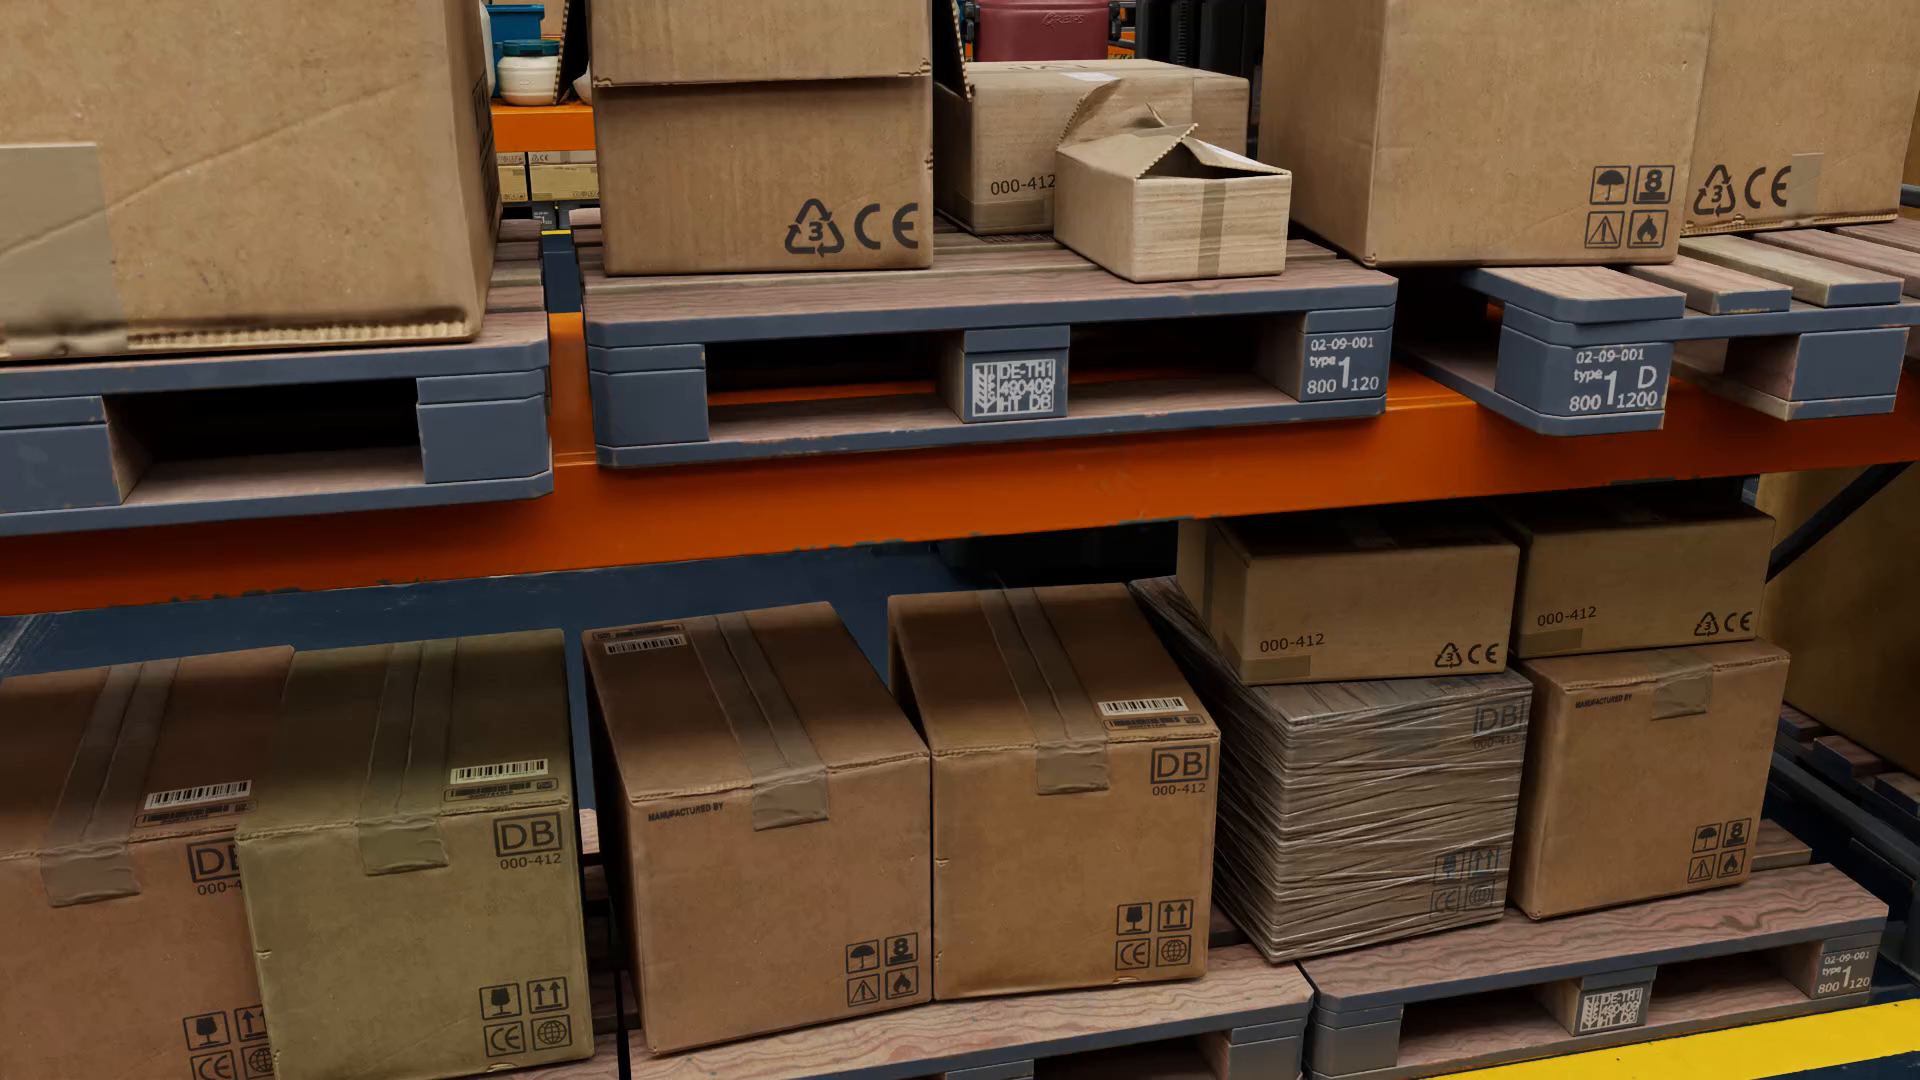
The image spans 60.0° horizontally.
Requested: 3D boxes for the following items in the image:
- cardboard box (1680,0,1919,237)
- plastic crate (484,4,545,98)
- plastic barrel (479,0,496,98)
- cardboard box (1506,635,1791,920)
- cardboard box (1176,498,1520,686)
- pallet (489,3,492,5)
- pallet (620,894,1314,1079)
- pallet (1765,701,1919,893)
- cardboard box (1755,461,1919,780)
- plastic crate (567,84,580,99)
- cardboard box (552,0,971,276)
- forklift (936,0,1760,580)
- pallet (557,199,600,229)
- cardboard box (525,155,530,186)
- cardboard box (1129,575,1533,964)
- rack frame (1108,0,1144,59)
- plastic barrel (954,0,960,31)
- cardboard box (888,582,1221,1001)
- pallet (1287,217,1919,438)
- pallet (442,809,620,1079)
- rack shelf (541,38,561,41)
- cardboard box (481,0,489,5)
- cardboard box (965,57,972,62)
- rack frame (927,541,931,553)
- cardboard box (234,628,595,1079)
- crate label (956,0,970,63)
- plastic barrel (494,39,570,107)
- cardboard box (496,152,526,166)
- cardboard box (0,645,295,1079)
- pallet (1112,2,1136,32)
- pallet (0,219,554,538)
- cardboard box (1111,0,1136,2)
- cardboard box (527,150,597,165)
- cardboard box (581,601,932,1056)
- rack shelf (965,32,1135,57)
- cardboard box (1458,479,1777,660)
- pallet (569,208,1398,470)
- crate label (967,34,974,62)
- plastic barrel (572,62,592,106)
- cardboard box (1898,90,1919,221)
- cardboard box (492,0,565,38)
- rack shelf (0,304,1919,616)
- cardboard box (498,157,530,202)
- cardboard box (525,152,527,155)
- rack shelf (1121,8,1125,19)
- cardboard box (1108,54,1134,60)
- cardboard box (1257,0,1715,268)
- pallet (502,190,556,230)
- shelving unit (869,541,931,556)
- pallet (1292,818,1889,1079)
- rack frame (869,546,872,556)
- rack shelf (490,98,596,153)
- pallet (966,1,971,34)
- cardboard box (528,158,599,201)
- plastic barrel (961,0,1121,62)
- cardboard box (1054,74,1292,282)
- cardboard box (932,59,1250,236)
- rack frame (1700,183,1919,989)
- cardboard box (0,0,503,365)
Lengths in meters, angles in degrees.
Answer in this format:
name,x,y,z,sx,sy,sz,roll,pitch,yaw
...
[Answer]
name,x,y,z,sx,sy,sz,roll,pitch,yaw
cardboard box,1.367,-0.858,3.039,0.500,0.500,0.500,-7,21,-19
plastic crate,-2.147,-2.195,7.469,0.575,0.384,0.392,-5,21,-12
plastic barrel,-2.168,-2.077,6.926,0.433,0.535,0.433,0,20,0
cardboard box,1.236,0.357,3.473,0.500,0.500,0.700,-6,21,-15
cardboard box,0.724,0.054,3.211,0.500,0.250,0.500,-2,20,-6
pallet,-4.652,-5.249,16.062,1.213,0.211,1.003,-5,21,-12
pallet,-0.062,0.796,3.334,1.213,0.211,1.003,-5,21,-12
pallet,2.668,0.603,3.863,1.213,0.211,1.003,-5,21,-12
cardboard box,2.560,0.083,3.705,0.875,0.875,1.225,-6,21,-15
plastic crate,-1.519,-2.144,7.614,0.662,0.188,0.450,-5,21,-12
cardboard box,-0.344,-0.767,2.786,0.637,0.503,0.797,-3,20,-7
forklift,1.386,-1.457,5.530,3.031,2.935,1.130,-3,20,-7
pallet,-2.388,-2.529,12.412,1.213,0.211,1.003,-5,21,-12
cardboard box,-3.456,-2.745,12.333,0.500,0.250,0.500,-5,21,-13
cardboard box,0.699,0.405,3.341,0.500,0.500,0.700,-6,21,-17
rack frame,0.744,-2.328,7.808,0.127,3.000,1.000,-5,21,-12
plastic barrel,-0.208,-2.227,7.371,0.421,0.512,0.421,0,20,0
cardboard box,0.149,0.453,3.213,0.500,0.500,0.700,-3,20,-8
pallet,1.214,-0.488,3.063,1.003,0.211,1.213,-5,21,-12
pallet,-1.252,0.894,3.067,1.213,0.211,1.003,-5,21,-12
rack shelf,-2.339,-3.490,12.026,4.000,0.370,1.077,-5,21,-12
cardboard box,-3.472,-3.737,11.851,0.258,0.266,0.396,-5,21,-14
cardboard box,0.064,-4.913,17.381,0.750,0.750,0.750,-5,21,-13
rack frame,-0.118,-0.418,5.648,0.006,0.900,0.240,-3,20,-7
cardboard box,-0.938,0.541,2.971,0.500,0.500,0.700,-5,21,-13
crate label,-0.286,-2.356,7.834,0.616,0.435,0.502,-5,21,-12
plastic barrel,-1.826,-1.999,7.113,0.301,0.262,0.301,0,20,0
cardboard box,-3.337,-2.826,11.740,0.500,0.311,0.500,-5,21,-13
cardboard box,-1.407,0.573,2.885,0.500,0.500,0.700,-6,21,-17
pallet,1.499,-4.051,12.792,1.213,0.211,1.003,-5,21,-12
pallet,-1.232,-0.275,2.483,1.213,0.211,1.003,-5,21,-12
cardboard box,1.128,-4.326,12.508,0.500,0.500,0.700,-1,20,-2
cardboard box,-2.834,-2.867,11.853,0.500,0.311,0.500,-5,21,-14
cardboard box,-0.394,0.497,3.092,0.500,0.500,0.700,-6,21,-17
rack shelf,1.554,-3.806,12.891,4.000,0.370,1.077,-5,21,-12
cardboard box,1.238,0.008,3.335,0.500,0.250,0.500,-4,20,-10
pallet,-0.034,-0.409,2.850,1.213,0.211,1.003,-5,21,-12
crate label,0.247,-2.341,8.088,0.416,0.233,0.303,-5,21,-12
plastic barrel,-1.454,-2.135,7.085,0.433,0.535,0.433,0,20,0
cardboard box,2.306,-0.839,3.598,0.500,0.500,0.500,-4,20,-11
cardboard box,-3.021,-3.813,11.718,0.500,0.500,0.500,-3,20,-9
rack shelf,-0.063,-0.174,2.973,4.000,0.370,1.077,-5,21,-12
cardboard box,-3.338,-2.564,11.841,0.500,0.250,0.500,-4,21,-11
cardboard box,-3.452,-3.010,12.242,0.500,0.311,0.500,-4,21,-11
rack shelf,0.410,-5.464,17.416,4.000,0.370,1.077,-5,21,-12
cardboard box,1.754,-5.053,17.763,0.750,0.750,0.750,-4,21,-12
cardboard box,0.847,-0.780,2.827,0.500,0.500,0.700,-2,20,-4
pallet,-3.577,-2.431,12.145,1.213,0.211,1.003,-5,21,-12
shelving unit,-0.219,-0.414,5.635,0.210,0.900,0.258,-3,20,-7
pallet,1.122,0.701,3.594,1.213,0.211,1.003,-5,21,-12
rack frame,-0.320,-0.409,5.622,0.006,0.900,0.240,-3,20,-7
rack shelf,-1.203,-1.831,7.499,4.000,0.370,1.077,-5,21,-12
pallet,0.251,-3.973,12.578,1.003,0.211,1.213,-5,21,-12
cardboard box,-2.835,-2.606,11.956,0.500,0.250,0.500,-5,21,-14
plastic barrel,0.362,-2.253,7.407,0.708,0.536,0.600,-5,21,-12
cardboard box,0.323,-0.581,2.626,0.258,0.266,0.396,-5,21,-14
cardboard box,0.199,-0.741,3.083,0.500,0.250,0.500,-5,21,-14
rack frame,1.883,-0.670,3.282,0.127,3.000,1.000,-5,21,-12
cardboard box,-1.204,-0.848,2.286,1.000,1.000,1.000,-5,21,-12
